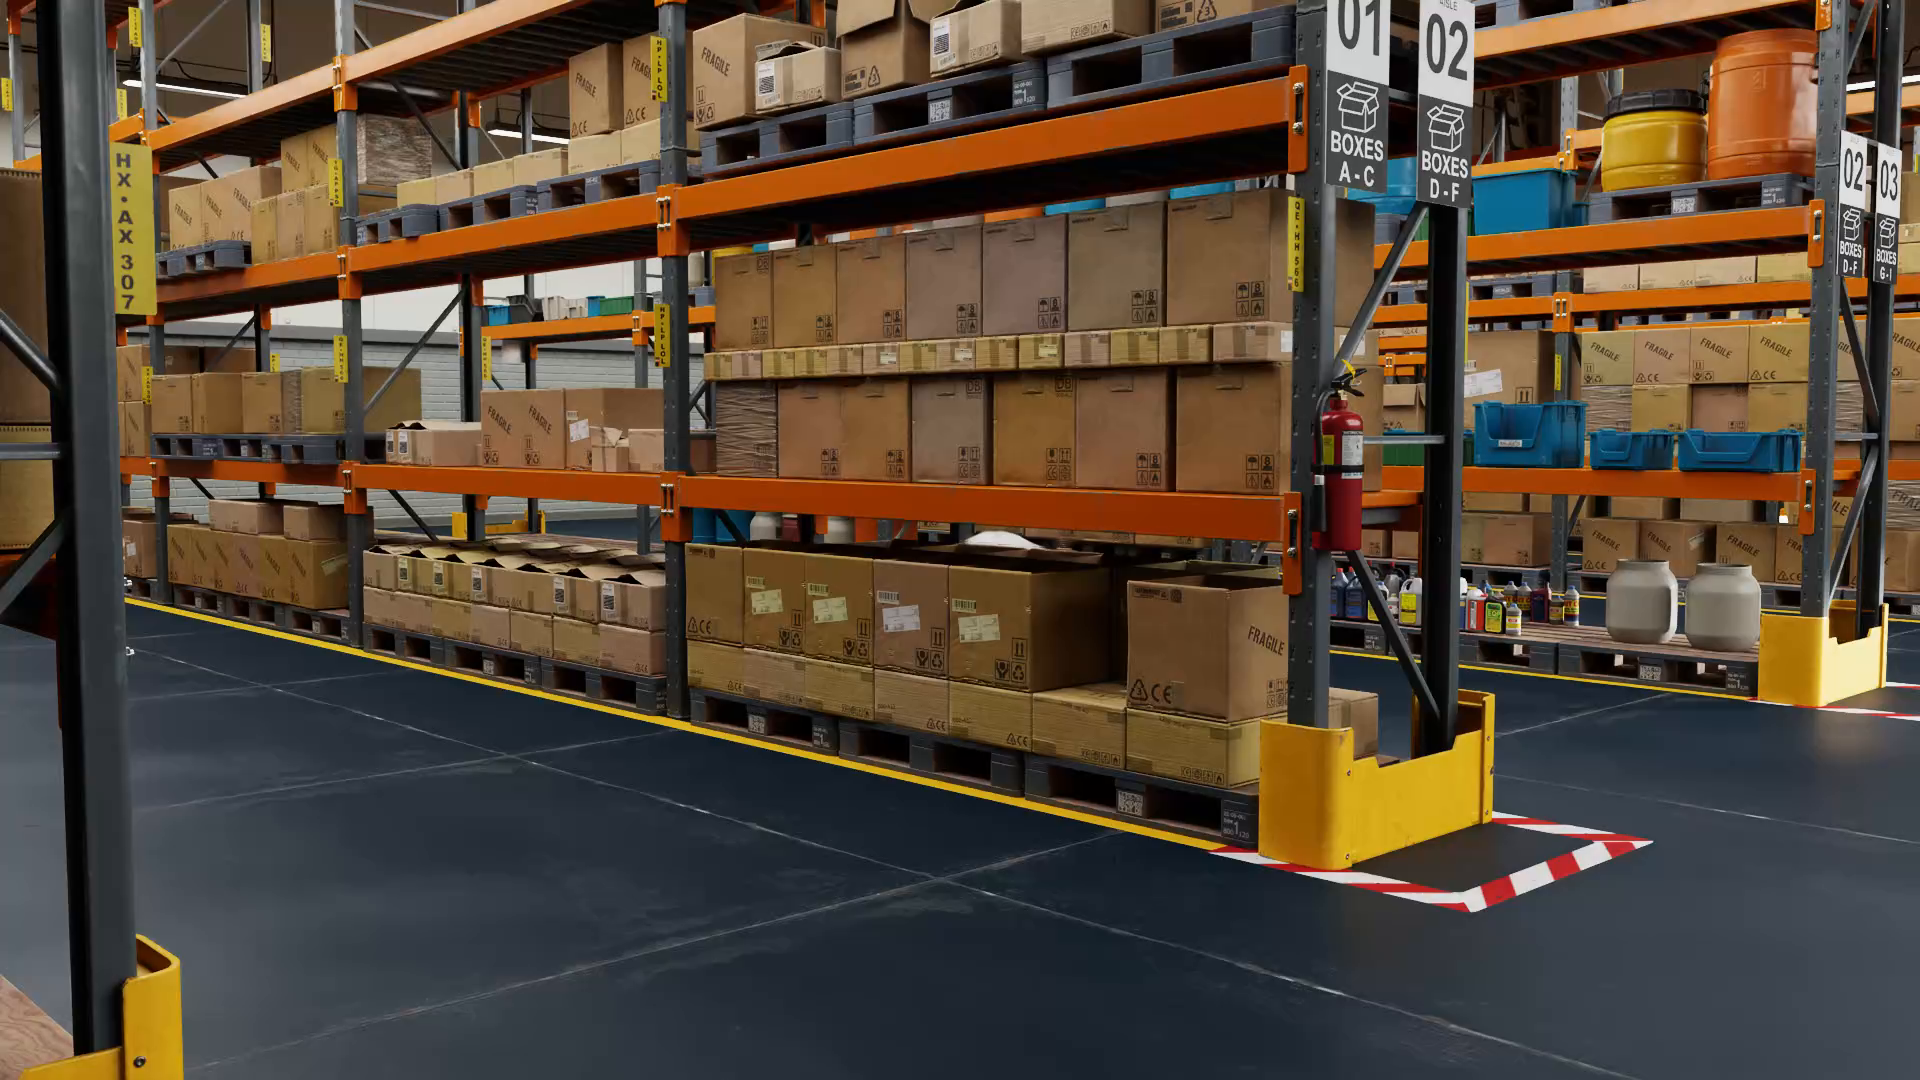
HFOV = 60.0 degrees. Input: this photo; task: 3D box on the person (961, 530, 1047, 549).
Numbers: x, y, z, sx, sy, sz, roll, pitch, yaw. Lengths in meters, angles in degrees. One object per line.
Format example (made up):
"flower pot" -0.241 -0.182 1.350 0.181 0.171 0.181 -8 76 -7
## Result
"person" 0.348 0.427 9.732 0.945 0.952 0.586 4 5 44
